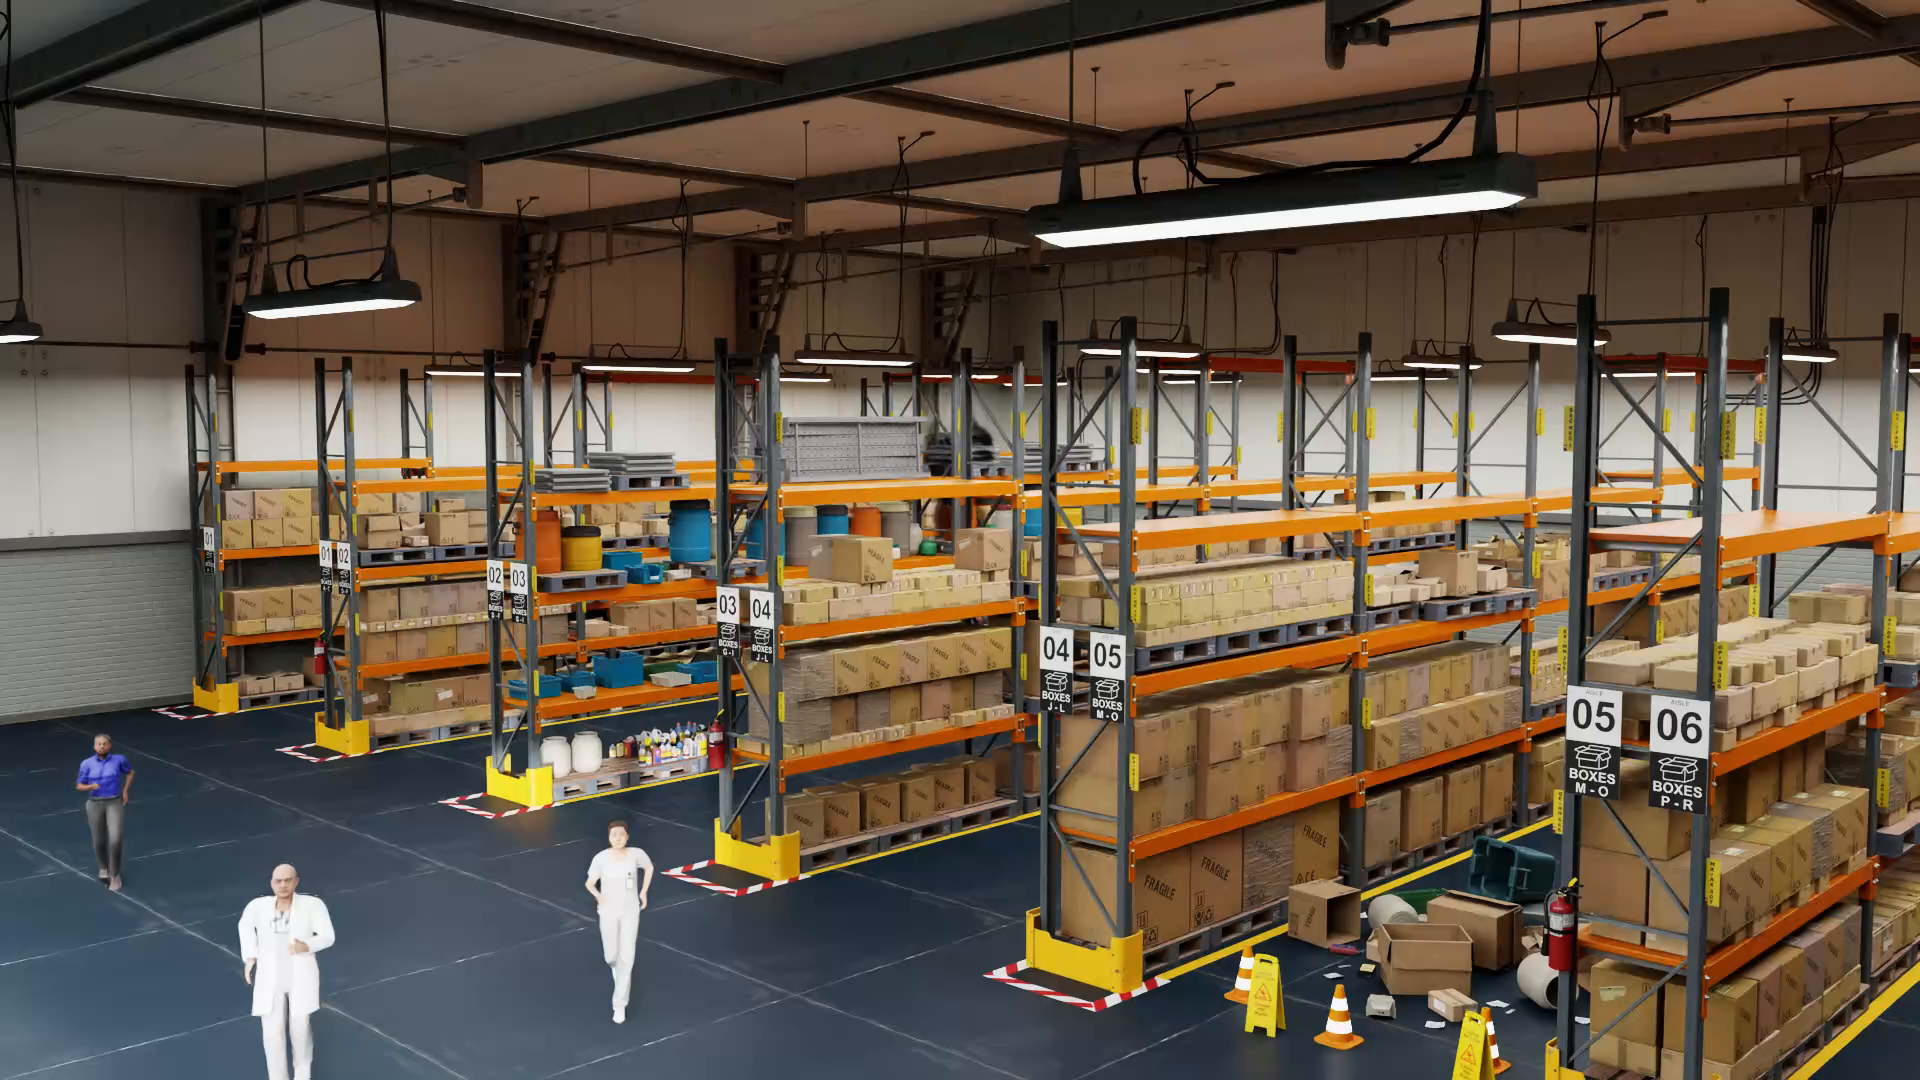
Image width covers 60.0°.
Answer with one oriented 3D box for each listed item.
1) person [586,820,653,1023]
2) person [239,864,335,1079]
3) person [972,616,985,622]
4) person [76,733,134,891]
[{"bbox_3d":[-2.956,3.251,14.471,0.577,1.680,0.869,-1,4,-10],"label":"person"},{"bbox_3d":[-5.030,3.325,12.432,0.694,1.809,0.876,-1,5,-17],"label":"person"},{"bbox_3d":[0.255,1.753,32.458,0.667,1.661,0.907,3,5,34],"label":"person"},{"bbox_3d":[-9.301,2.959,18.114,0.555,1.713,0.702,-2,5,-24],"label":"person"}]
